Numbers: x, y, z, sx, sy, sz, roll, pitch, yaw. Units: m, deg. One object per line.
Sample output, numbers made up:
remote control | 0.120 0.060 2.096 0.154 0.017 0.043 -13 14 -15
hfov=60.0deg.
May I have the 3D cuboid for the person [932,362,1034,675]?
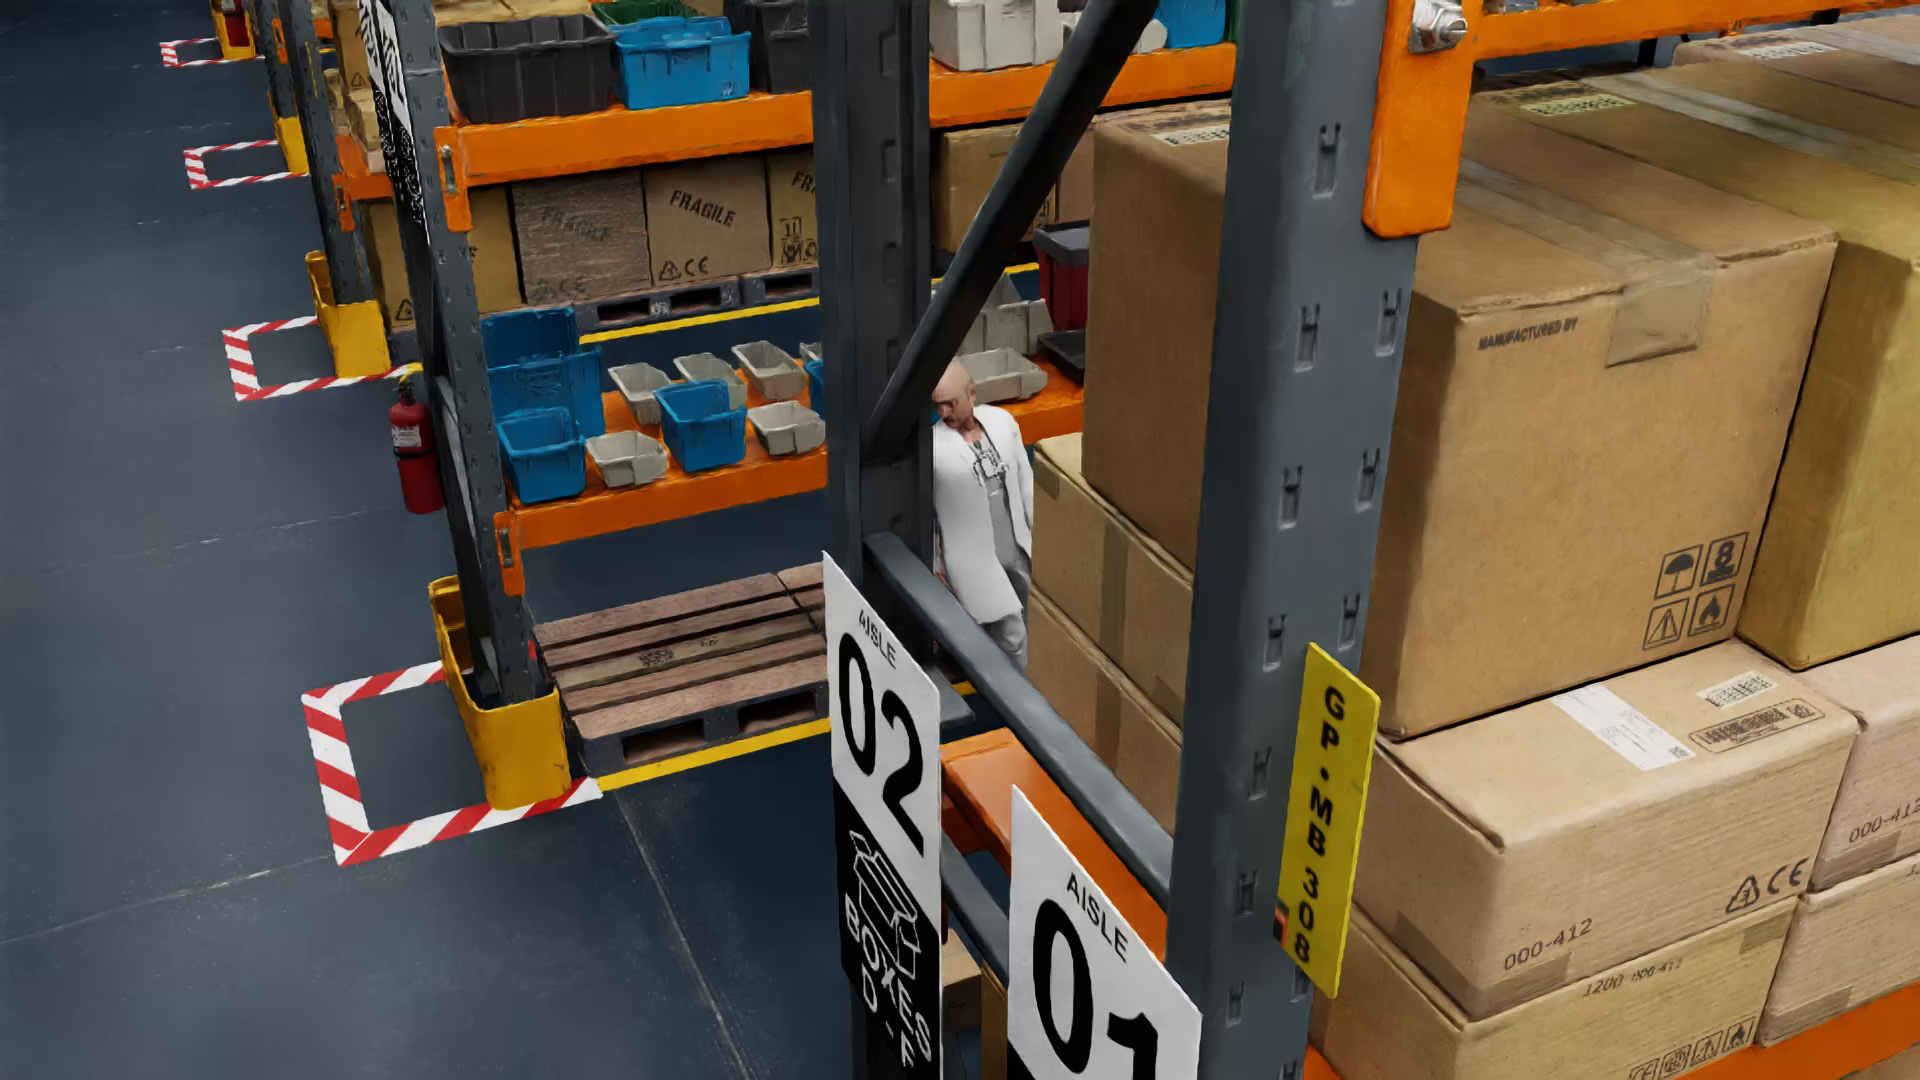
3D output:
person | 0.120 0.140 7.120 0.626 1.554 0.715 -24 37 -36
